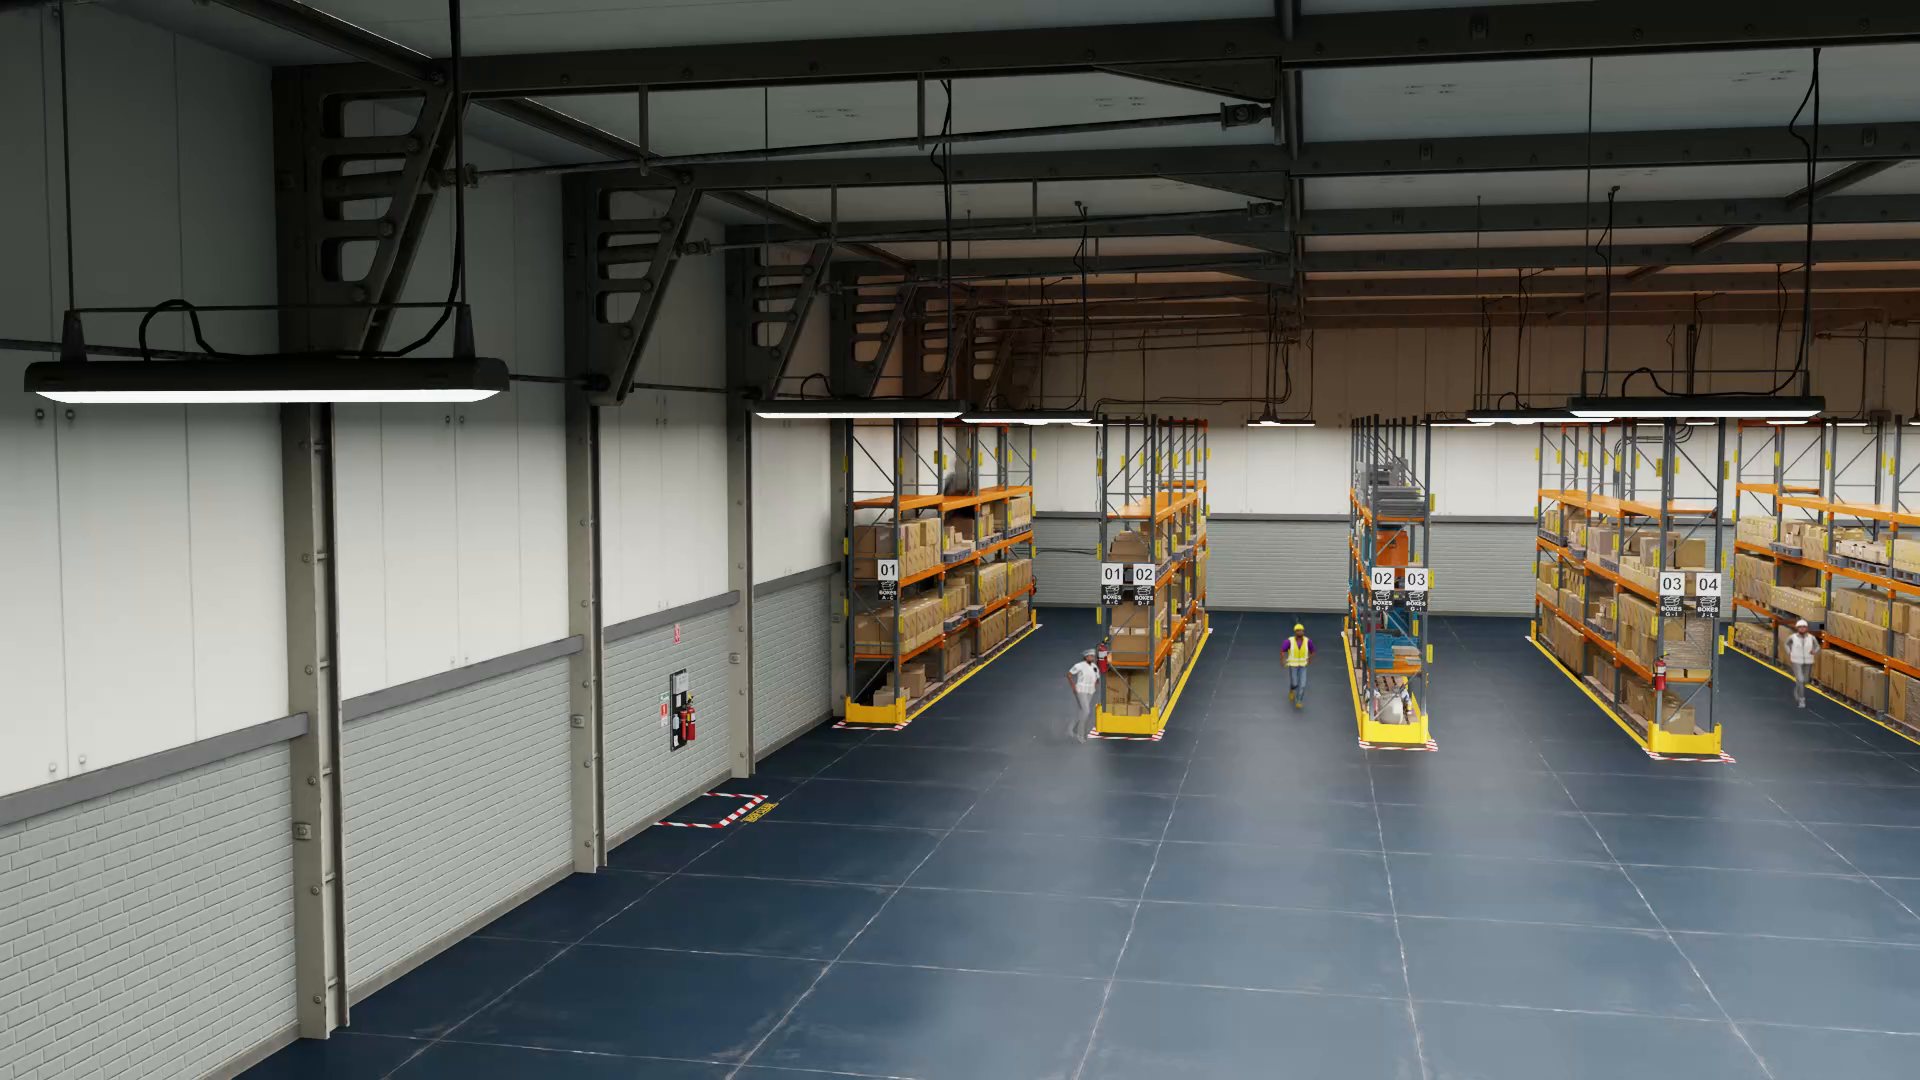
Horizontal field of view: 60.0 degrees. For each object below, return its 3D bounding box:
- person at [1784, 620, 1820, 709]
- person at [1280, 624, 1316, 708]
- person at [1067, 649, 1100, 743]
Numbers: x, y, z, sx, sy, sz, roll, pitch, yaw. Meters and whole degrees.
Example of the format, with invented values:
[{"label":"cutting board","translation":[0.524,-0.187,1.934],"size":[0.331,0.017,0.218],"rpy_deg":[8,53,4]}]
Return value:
[{"label":"person","translation":[17.450,2.546,34.441],"size":[0.648,1.787,0.890],"rpy_deg":[1,4,14]},{"label":"person","translation":[6.965,2.592,34.219],"size":[0.711,1.724,0.583],"rpy_deg":[0,4,3]},{"label":"person","translation":[2.301,2.861,30.686],"size":[0.588,1.727,0.669],"rpy_deg":[-3,5,-38]}]
